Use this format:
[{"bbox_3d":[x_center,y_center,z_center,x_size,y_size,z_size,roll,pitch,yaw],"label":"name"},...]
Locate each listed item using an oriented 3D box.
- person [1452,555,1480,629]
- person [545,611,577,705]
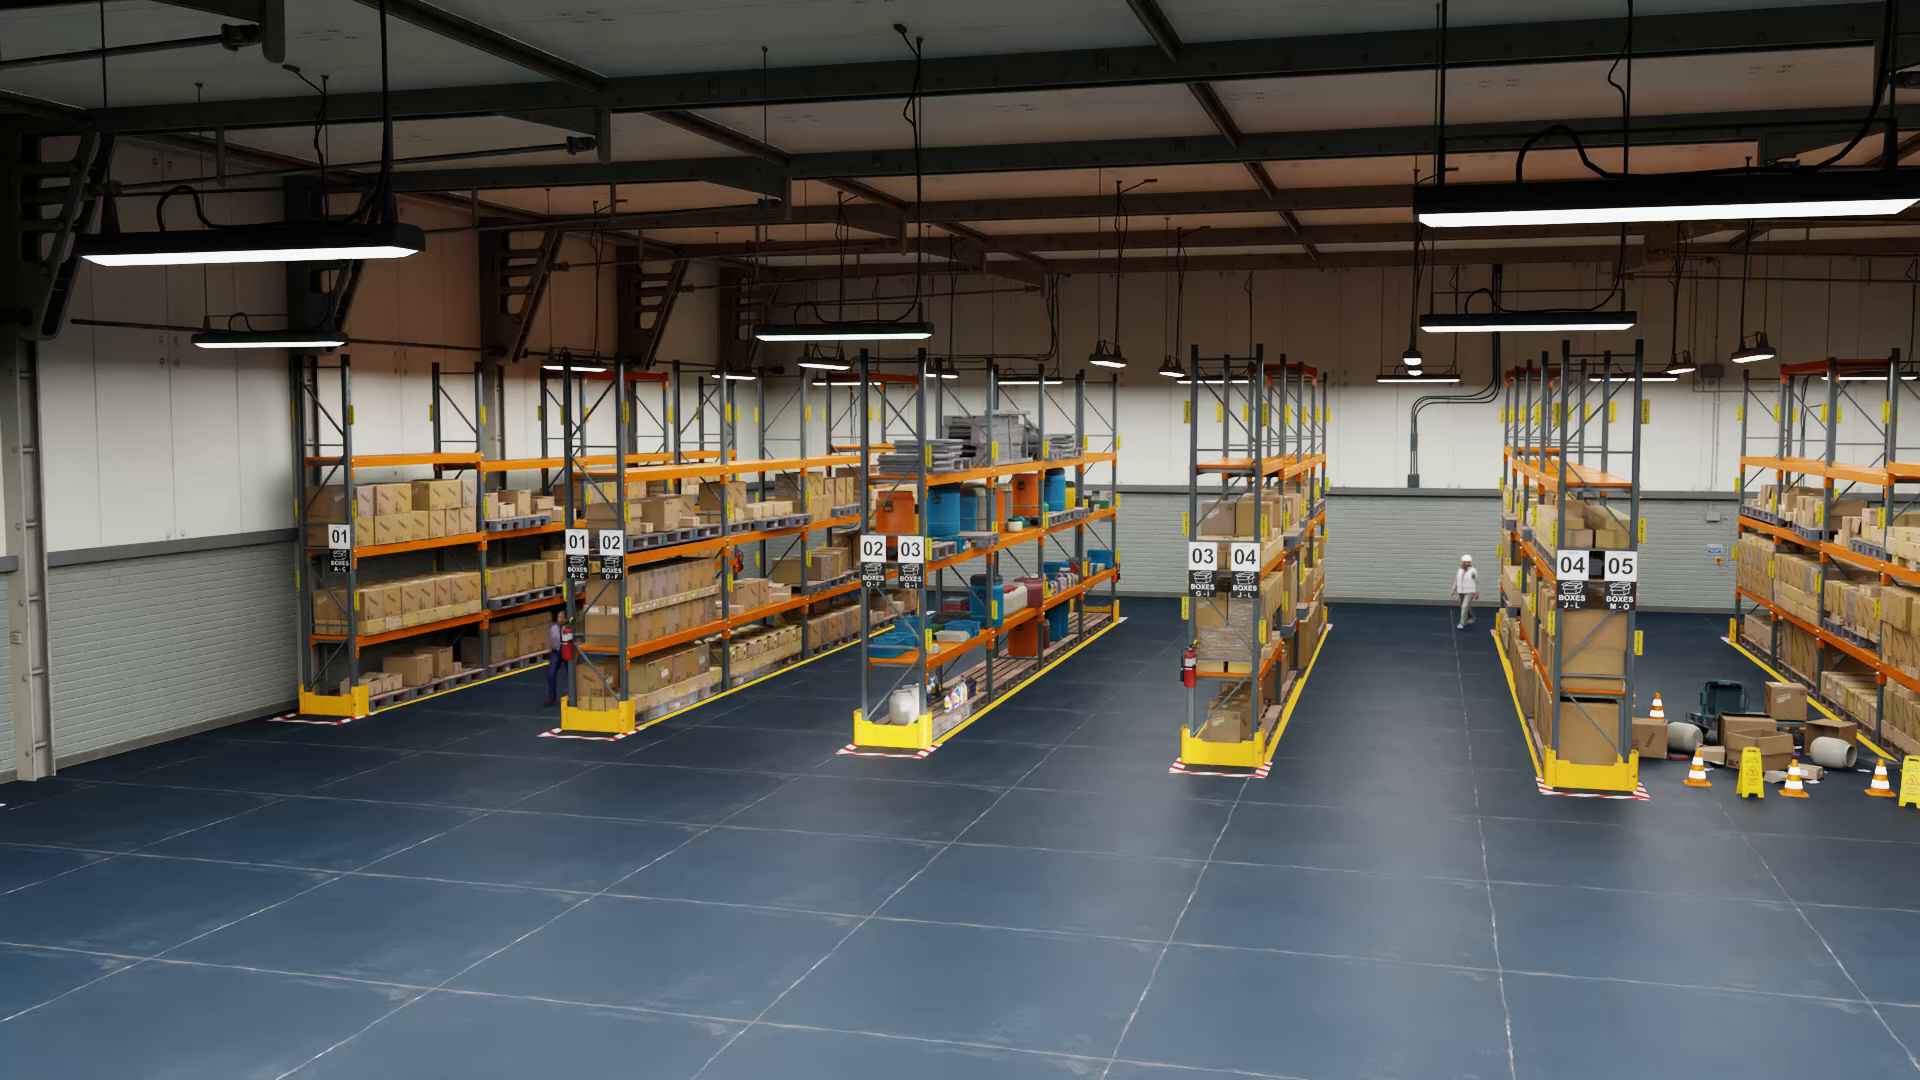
[{"bbox_3d":[11.885,1.206,39.010,1.091,1.722,0.562,-4,6,-43],"label":"person"},{"bbox_3d":[-6.943,2.020,29.096,0.499,1.590,0.951,0,4,-2],"label":"person"}]
